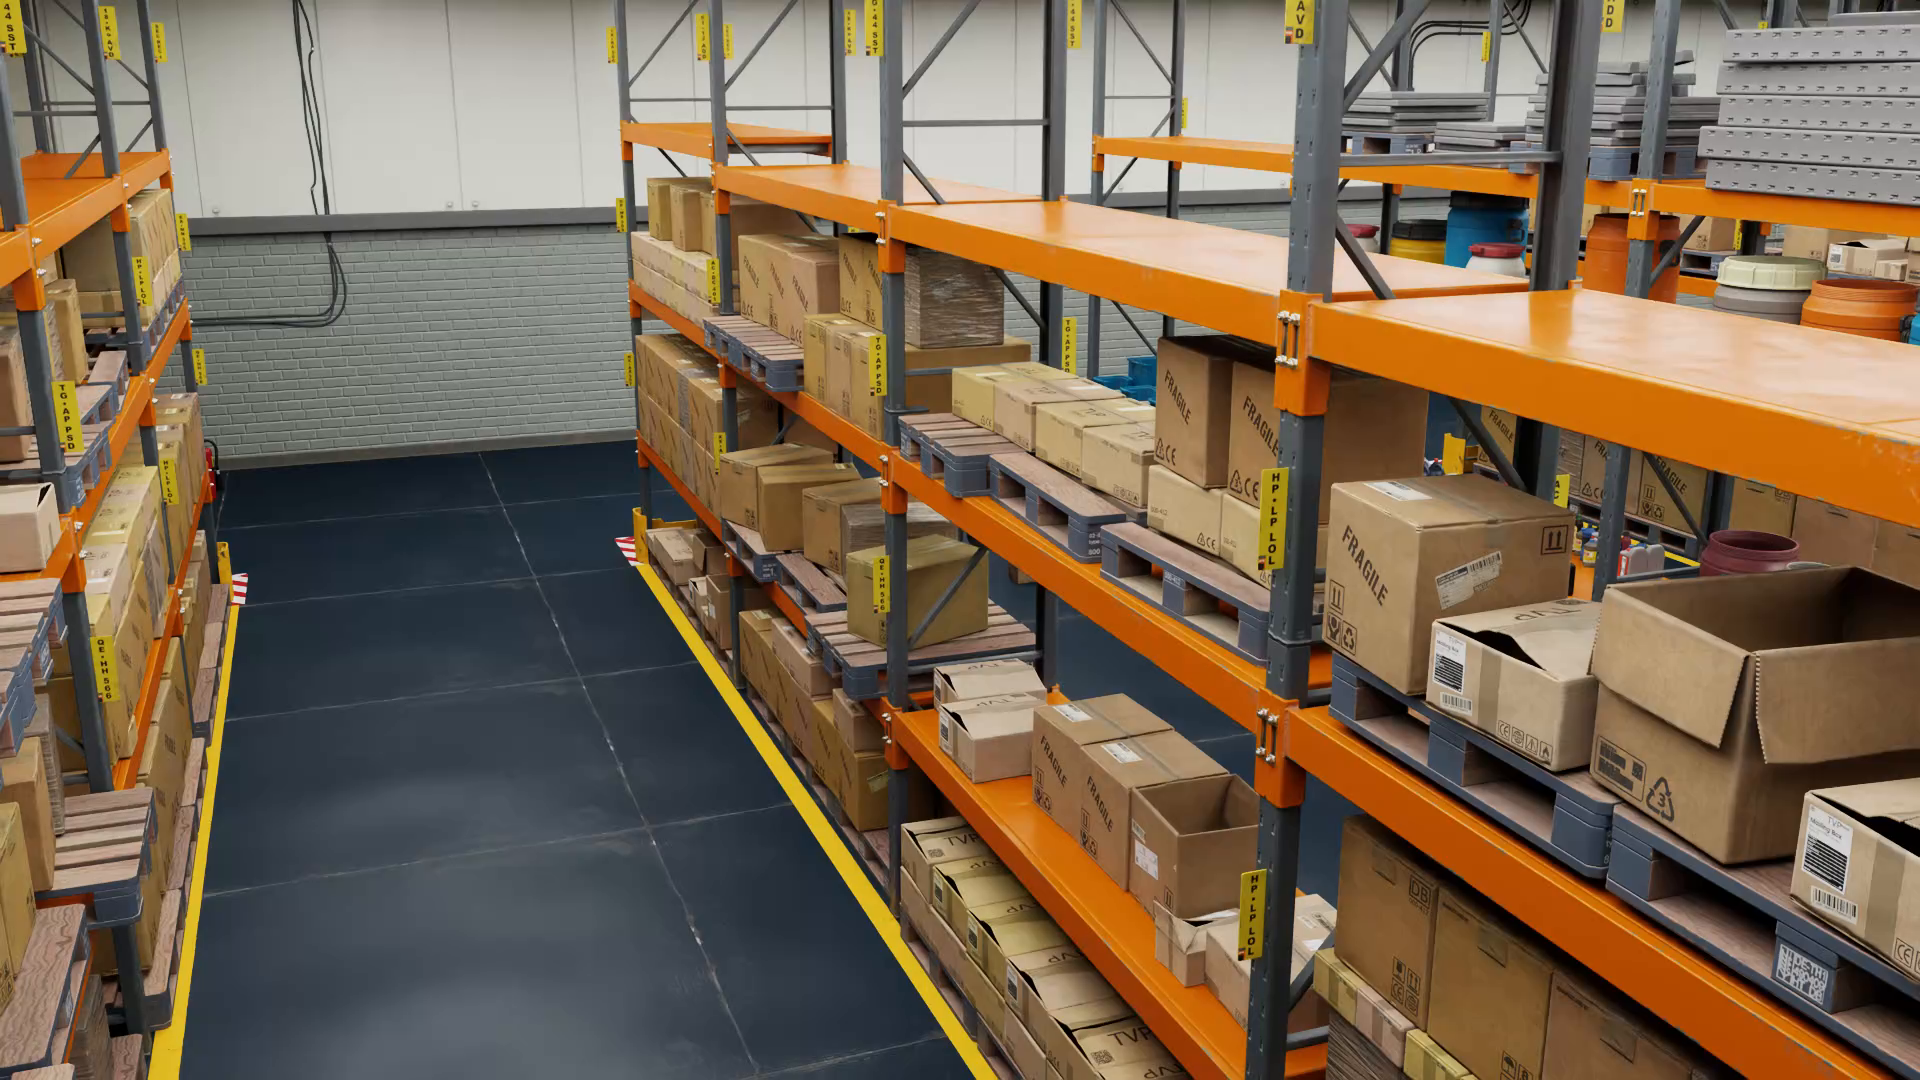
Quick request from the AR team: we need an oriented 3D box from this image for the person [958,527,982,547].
[{"bbox_3d":[0.033,-0.182,15.256,0.452,1.703,0.653,2,16,7],"label":"person"}]
